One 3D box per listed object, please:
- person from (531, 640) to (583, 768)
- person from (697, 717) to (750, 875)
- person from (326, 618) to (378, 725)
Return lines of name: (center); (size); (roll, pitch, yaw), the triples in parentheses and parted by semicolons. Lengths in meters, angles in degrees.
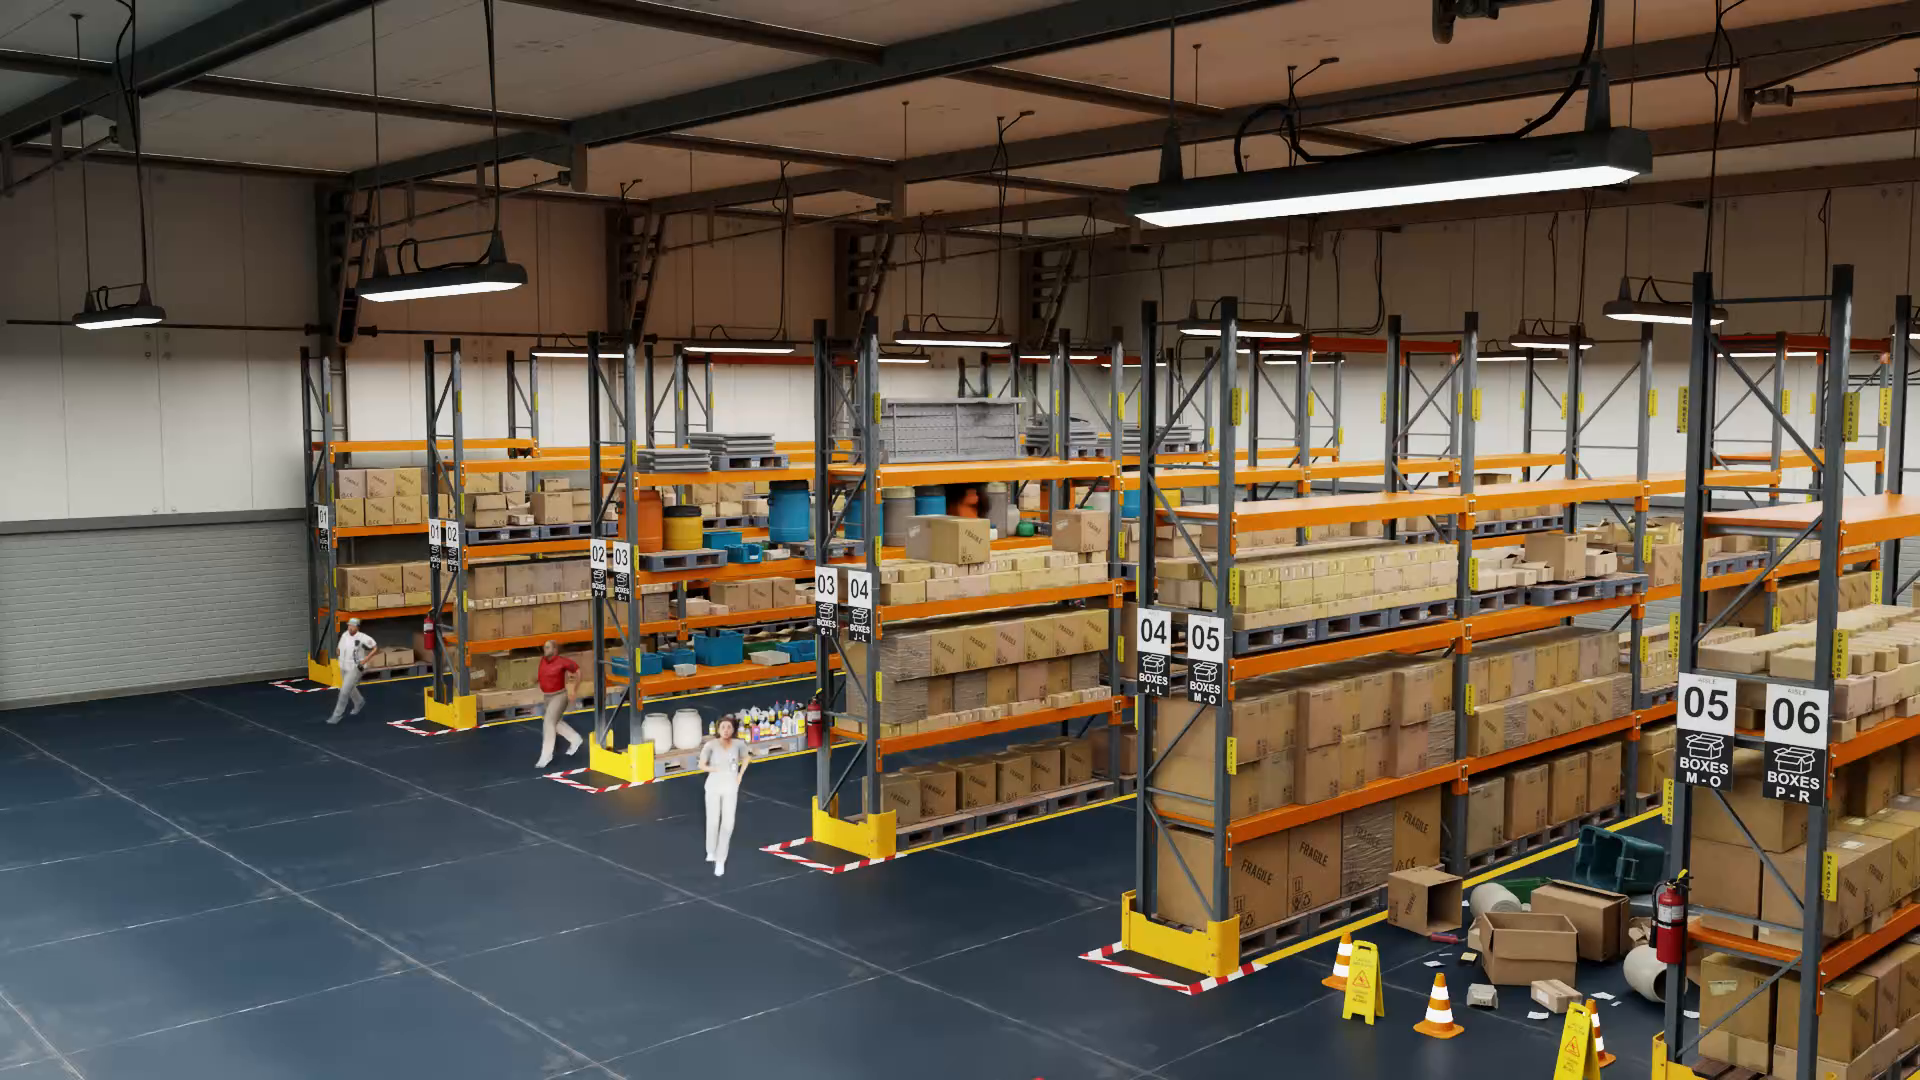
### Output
person: (-5.668, 2.266, 23.361); (0.689, 1.764, 0.937); (4, 6, 39)
person: (-2.561, 2.759, 18.059); (0.569, 1.718, 0.726); (-1, 5, -7)
person: (-9.569, 2.042, 26.274); (0.642, 1.665, 0.860); (2, 6, 25)
